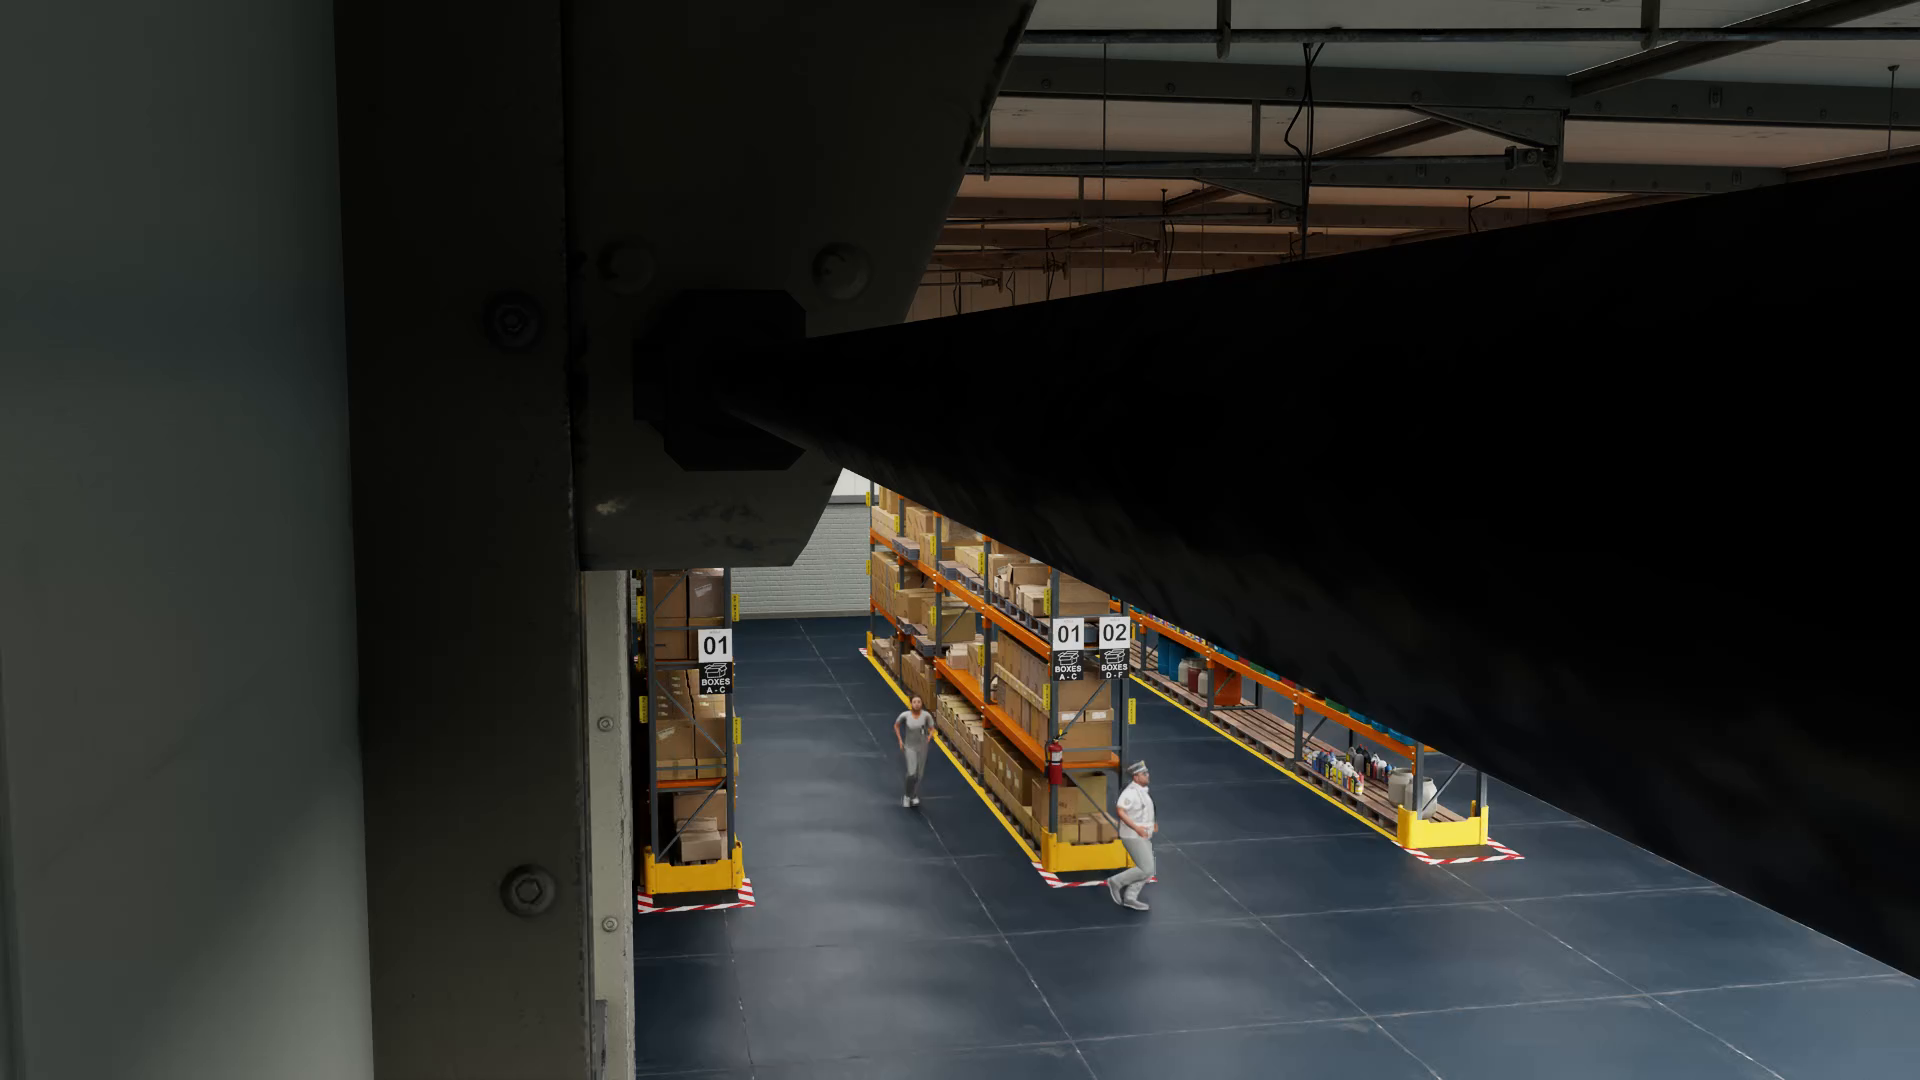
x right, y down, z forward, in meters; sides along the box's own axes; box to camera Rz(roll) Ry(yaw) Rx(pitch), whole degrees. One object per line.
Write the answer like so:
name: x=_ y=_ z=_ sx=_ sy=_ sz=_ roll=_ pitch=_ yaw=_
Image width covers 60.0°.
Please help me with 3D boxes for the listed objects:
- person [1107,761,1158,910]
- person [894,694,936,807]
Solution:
person: x=2.049 y=3.441 z=19.492 sx=0.552 sy=1.743 sz=0.693 roll=2 pitch=6 yaw=20
person: x=-0.625 y=3.016 z=23.839 sx=0.569 sy=1.647 sz=0.642 roll=-1 pitch=6 yaw=-13
